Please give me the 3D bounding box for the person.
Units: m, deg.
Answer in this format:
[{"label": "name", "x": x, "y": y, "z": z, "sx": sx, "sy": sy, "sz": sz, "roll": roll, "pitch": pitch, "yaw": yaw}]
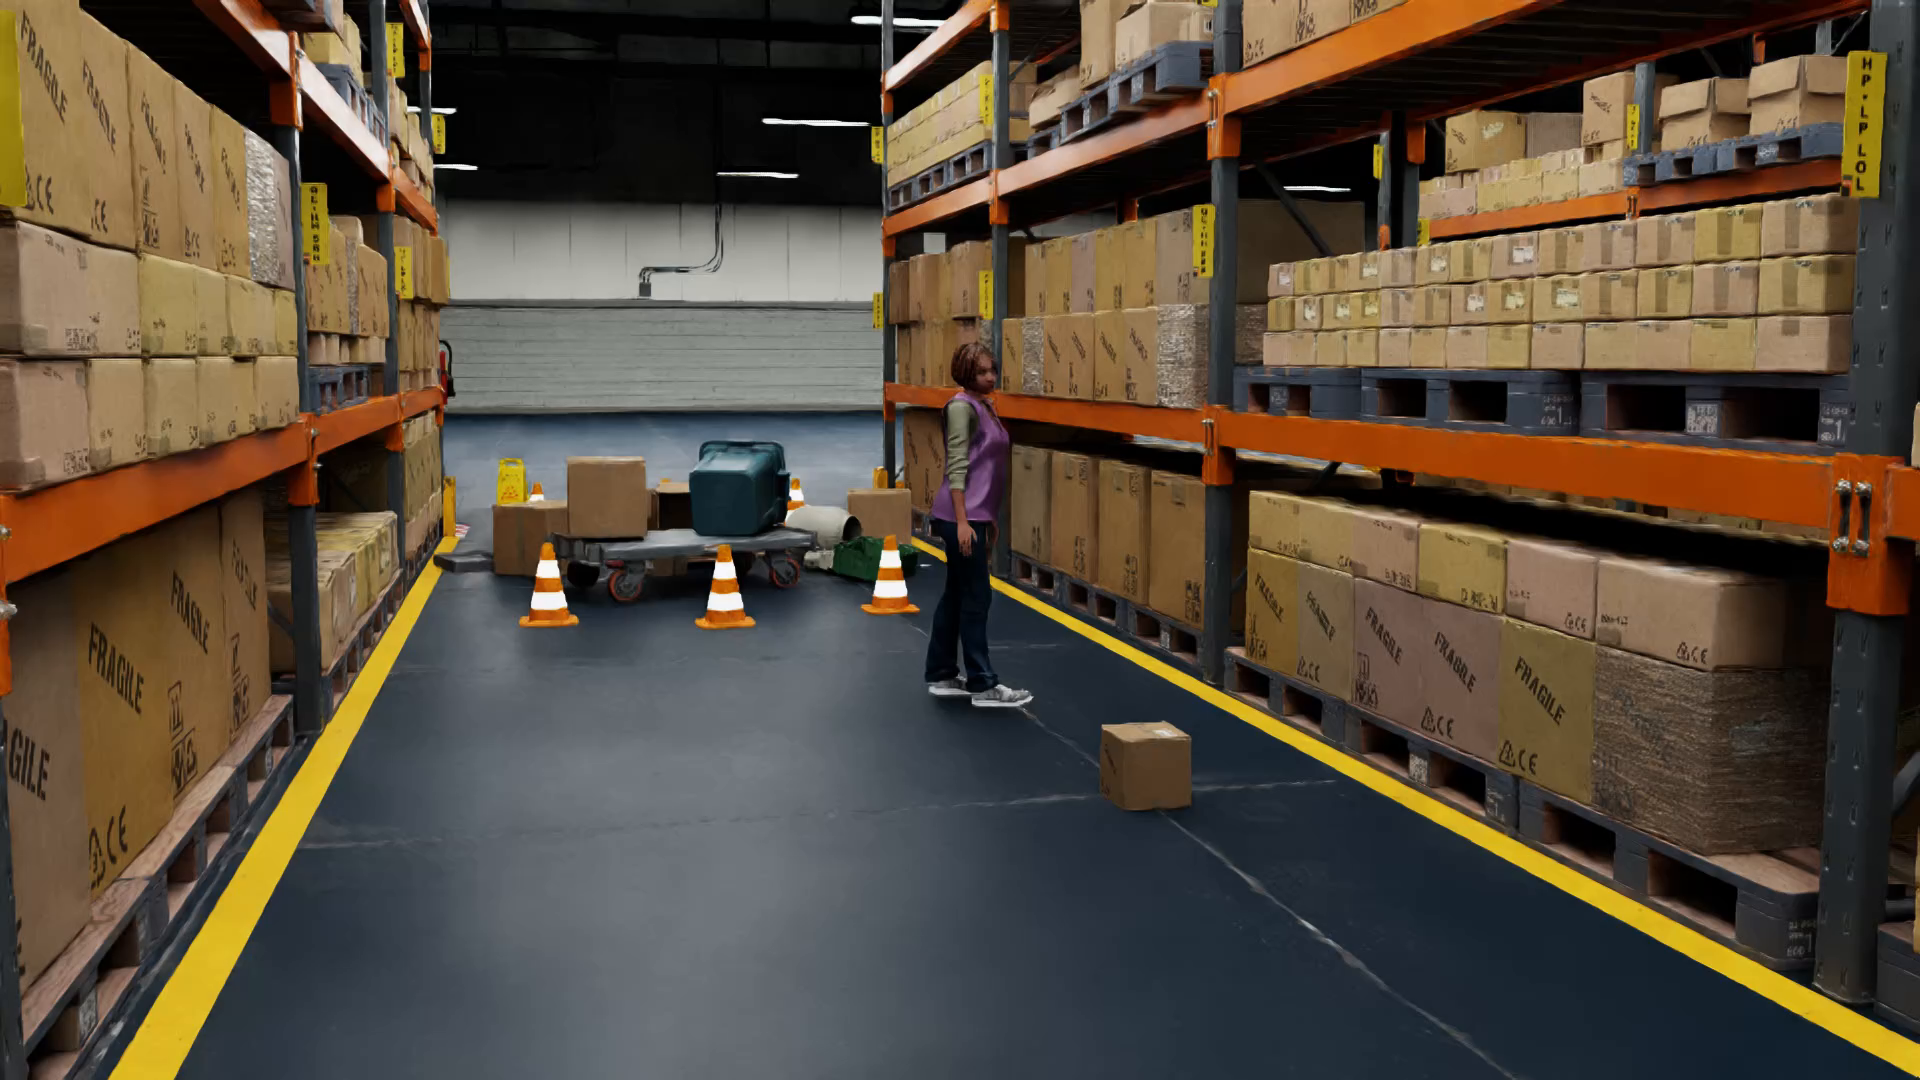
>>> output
[{"label": "person", "x": 0.079, "y": -0.068, "z": 7.283, "sx": 0.518, "sy": 1.595, "sz": 0.509, "roll": 1, "pitch": 6, "yaw": 12}]
